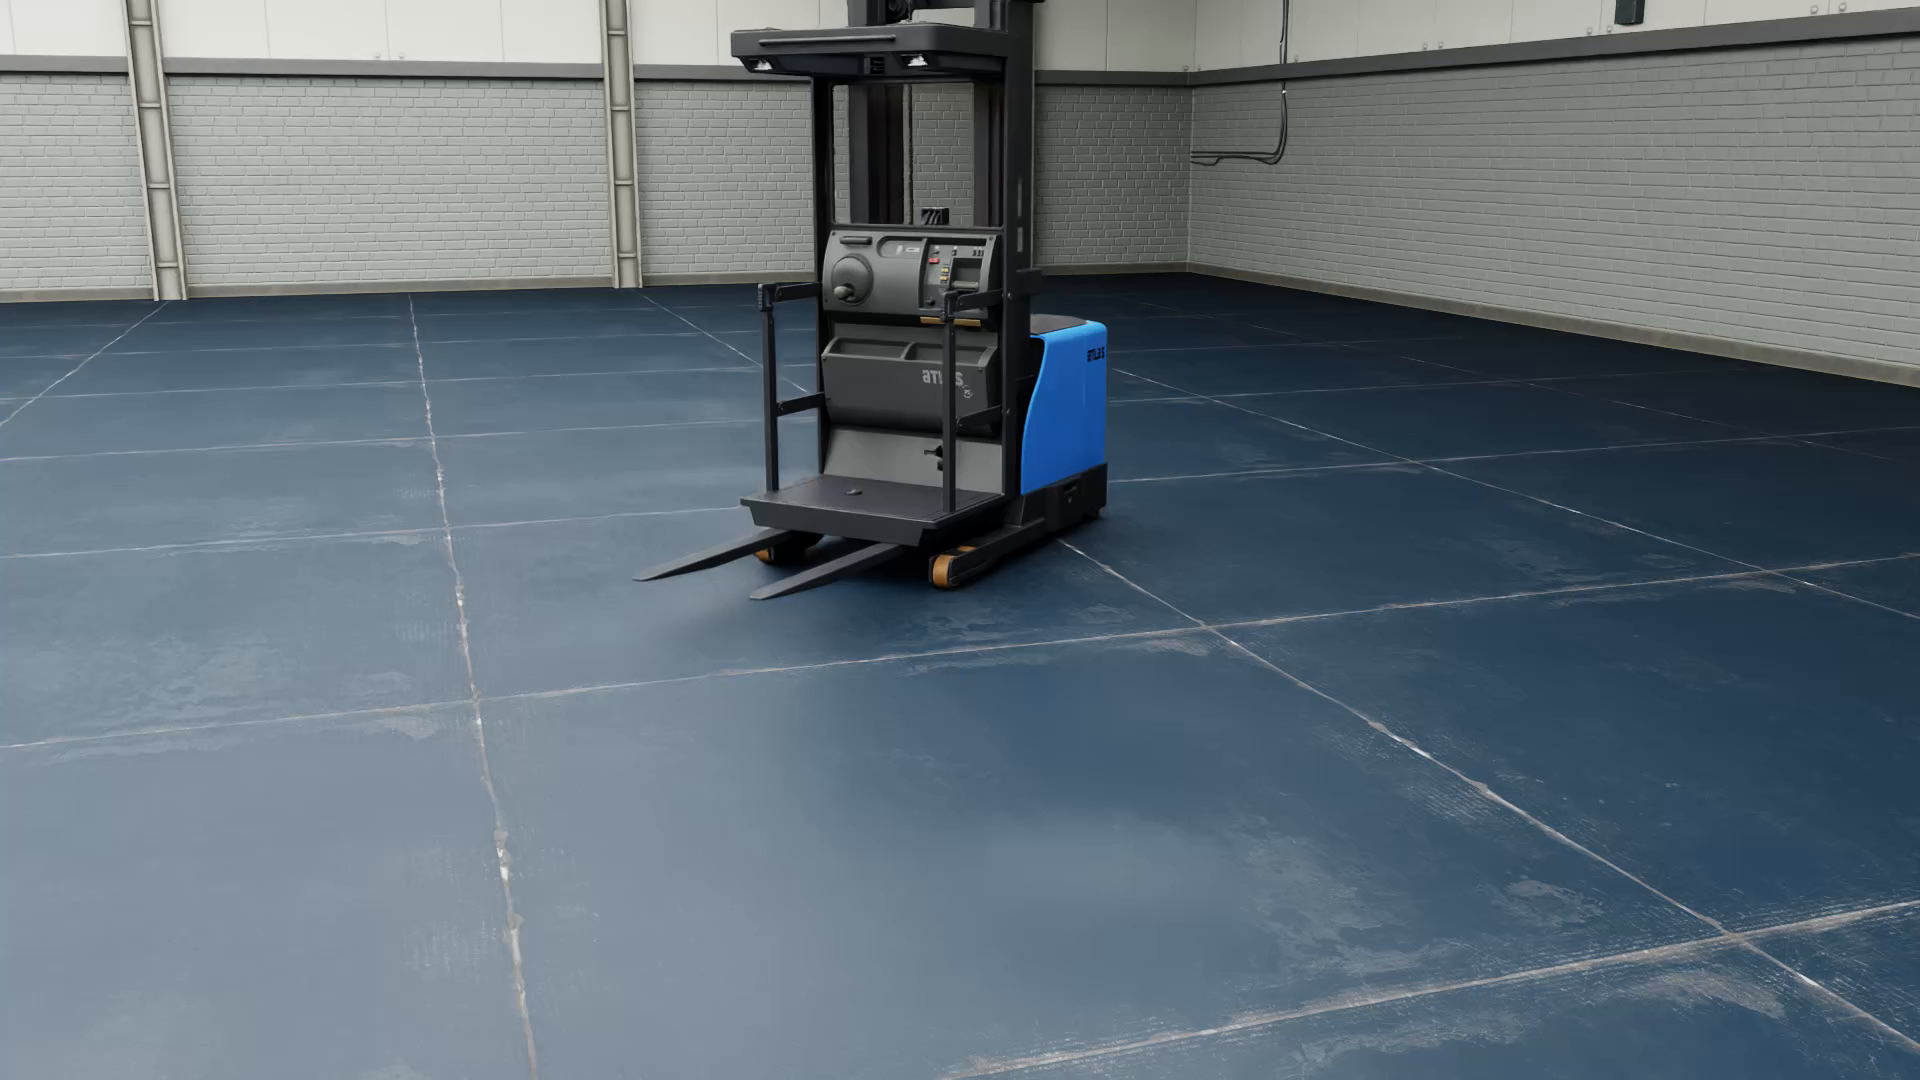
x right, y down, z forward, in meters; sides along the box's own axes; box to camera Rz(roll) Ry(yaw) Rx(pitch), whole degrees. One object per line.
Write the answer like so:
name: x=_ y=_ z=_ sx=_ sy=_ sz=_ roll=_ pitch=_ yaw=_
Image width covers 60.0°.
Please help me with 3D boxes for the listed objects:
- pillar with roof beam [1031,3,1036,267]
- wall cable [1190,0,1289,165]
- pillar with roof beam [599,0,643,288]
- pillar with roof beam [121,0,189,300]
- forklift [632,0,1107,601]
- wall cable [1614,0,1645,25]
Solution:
pillar with roof beam: x=2.267 y=-7.523 z=20.826 sx=0.400 sy=9.000 sz=9.100 roll=-4 pitch=14 yaw=-18
wall cable: x=4.108 y=-6.884 z=24.849 sx=0.112 sy=2.526 sz=3.097 roll=-4 pitch=14 yaw=-18
pillar with roof beam: x=-3.419 y=-7.081 z=18.964 sx=0.400 sy=9.000 sz=9.100 roll=-4 pitch=14 yaw=-18
pillar with roof beam: x=-9.106 y=-6.638 z=17.102 sx=0.400 sy=9.000 sz=9.100 roll=-4 pitch=14 yaw=-18
forklift: x=-0.352 y=-1.314 z=7.835 sx=1.130 sy=2.935 sz=3.031 roll=7 pitch=15 yaw=28
wall cable: x=7.121 y=-7.966 z=15.338 sx=0.169 sy=6.003 sz=2.305 roll=-4 pitch=14 yaw=-18
